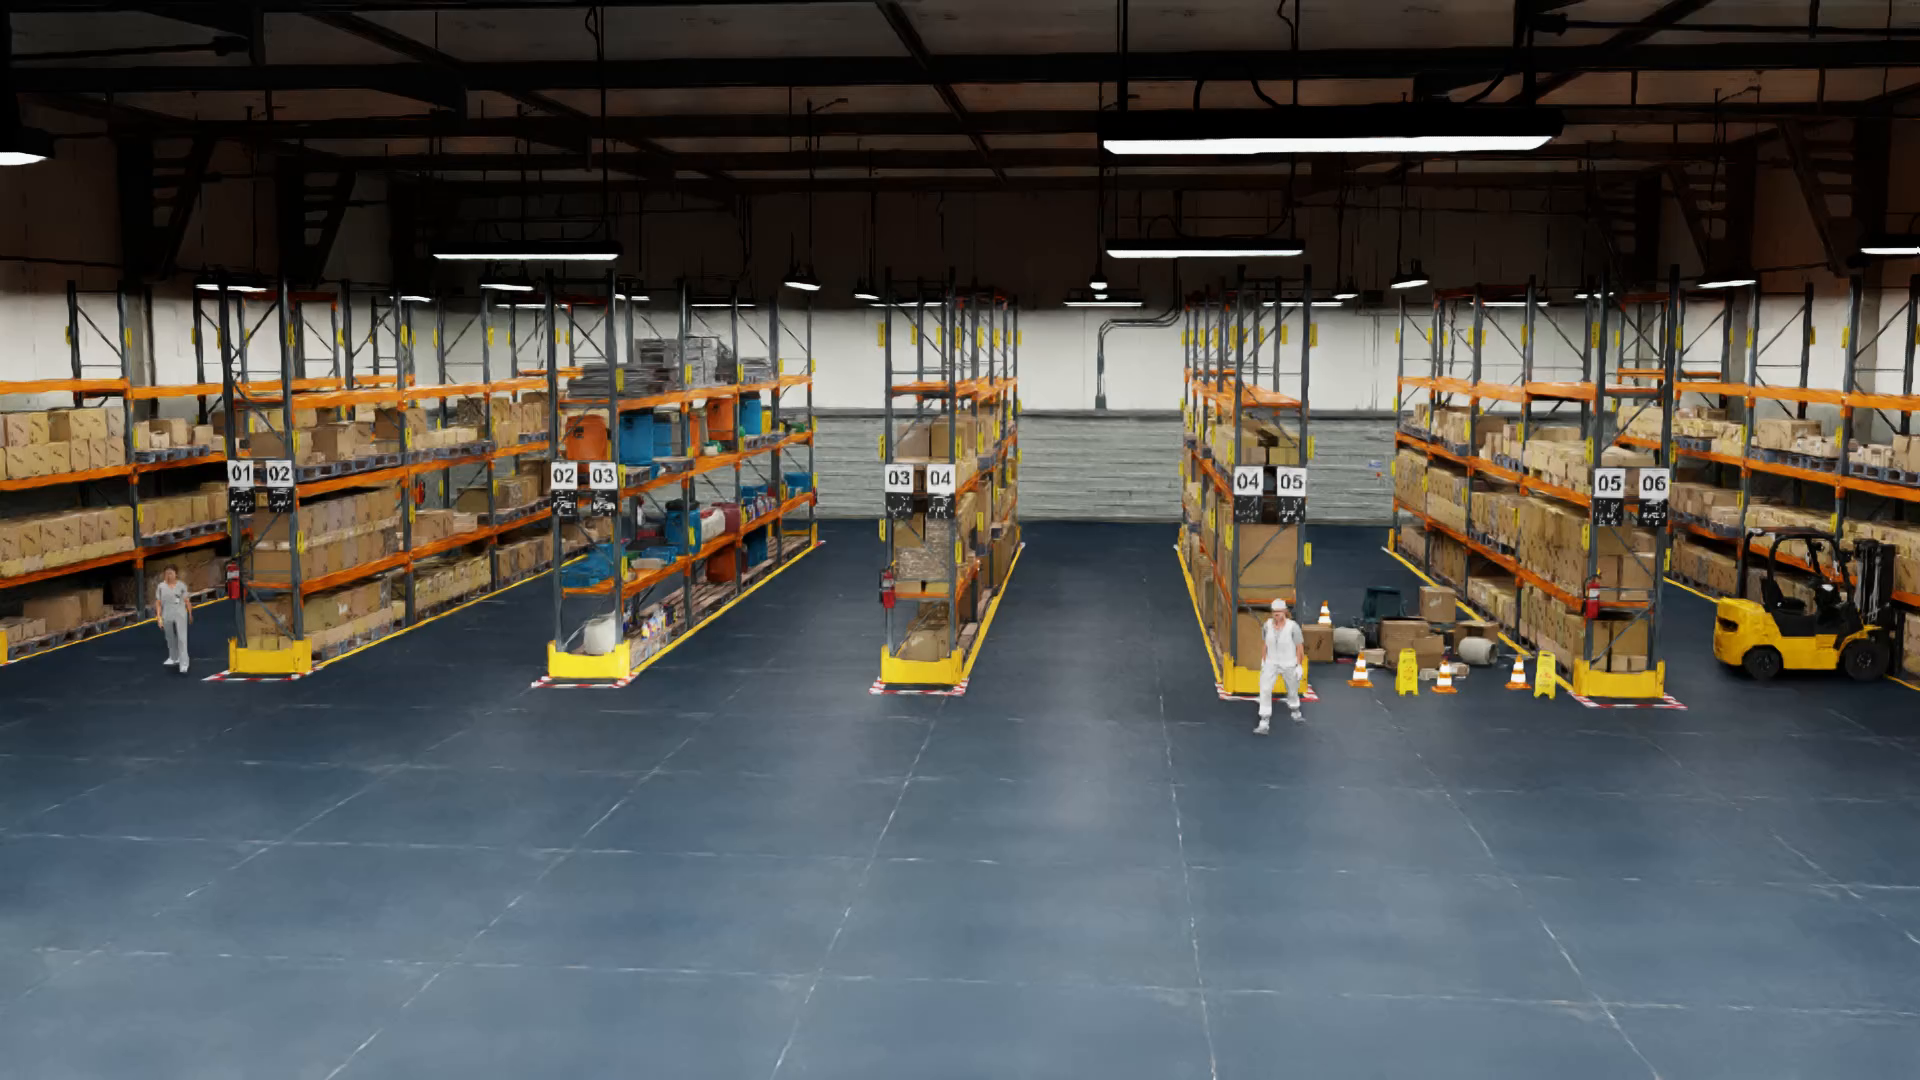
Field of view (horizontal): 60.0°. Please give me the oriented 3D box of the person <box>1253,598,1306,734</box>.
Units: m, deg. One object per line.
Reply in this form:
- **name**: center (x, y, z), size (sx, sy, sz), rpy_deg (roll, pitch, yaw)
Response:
- **person**: center (4.093, 1.585, 21.185), size (0.598, 1.734, 0.988), rpy_deg (3, 8, 25)

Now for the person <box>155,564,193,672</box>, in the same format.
- **person**: center (-11.856, 1.162, 25.090), size (0.480, 1.616, 0.953), rpy_deg (-2, 7, -15)

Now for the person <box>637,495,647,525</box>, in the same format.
- **person**: center (-6.939, -0.168, 36.112), size (0.423, 1.557, 0.499), rpy_deg (-2, 7, -19)

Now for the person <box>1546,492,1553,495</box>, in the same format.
- **person**: center (14.266, -0.765, 40.338), size (0.700, 1.769, 0.555), rpy_deg (-3, 7, -21)
